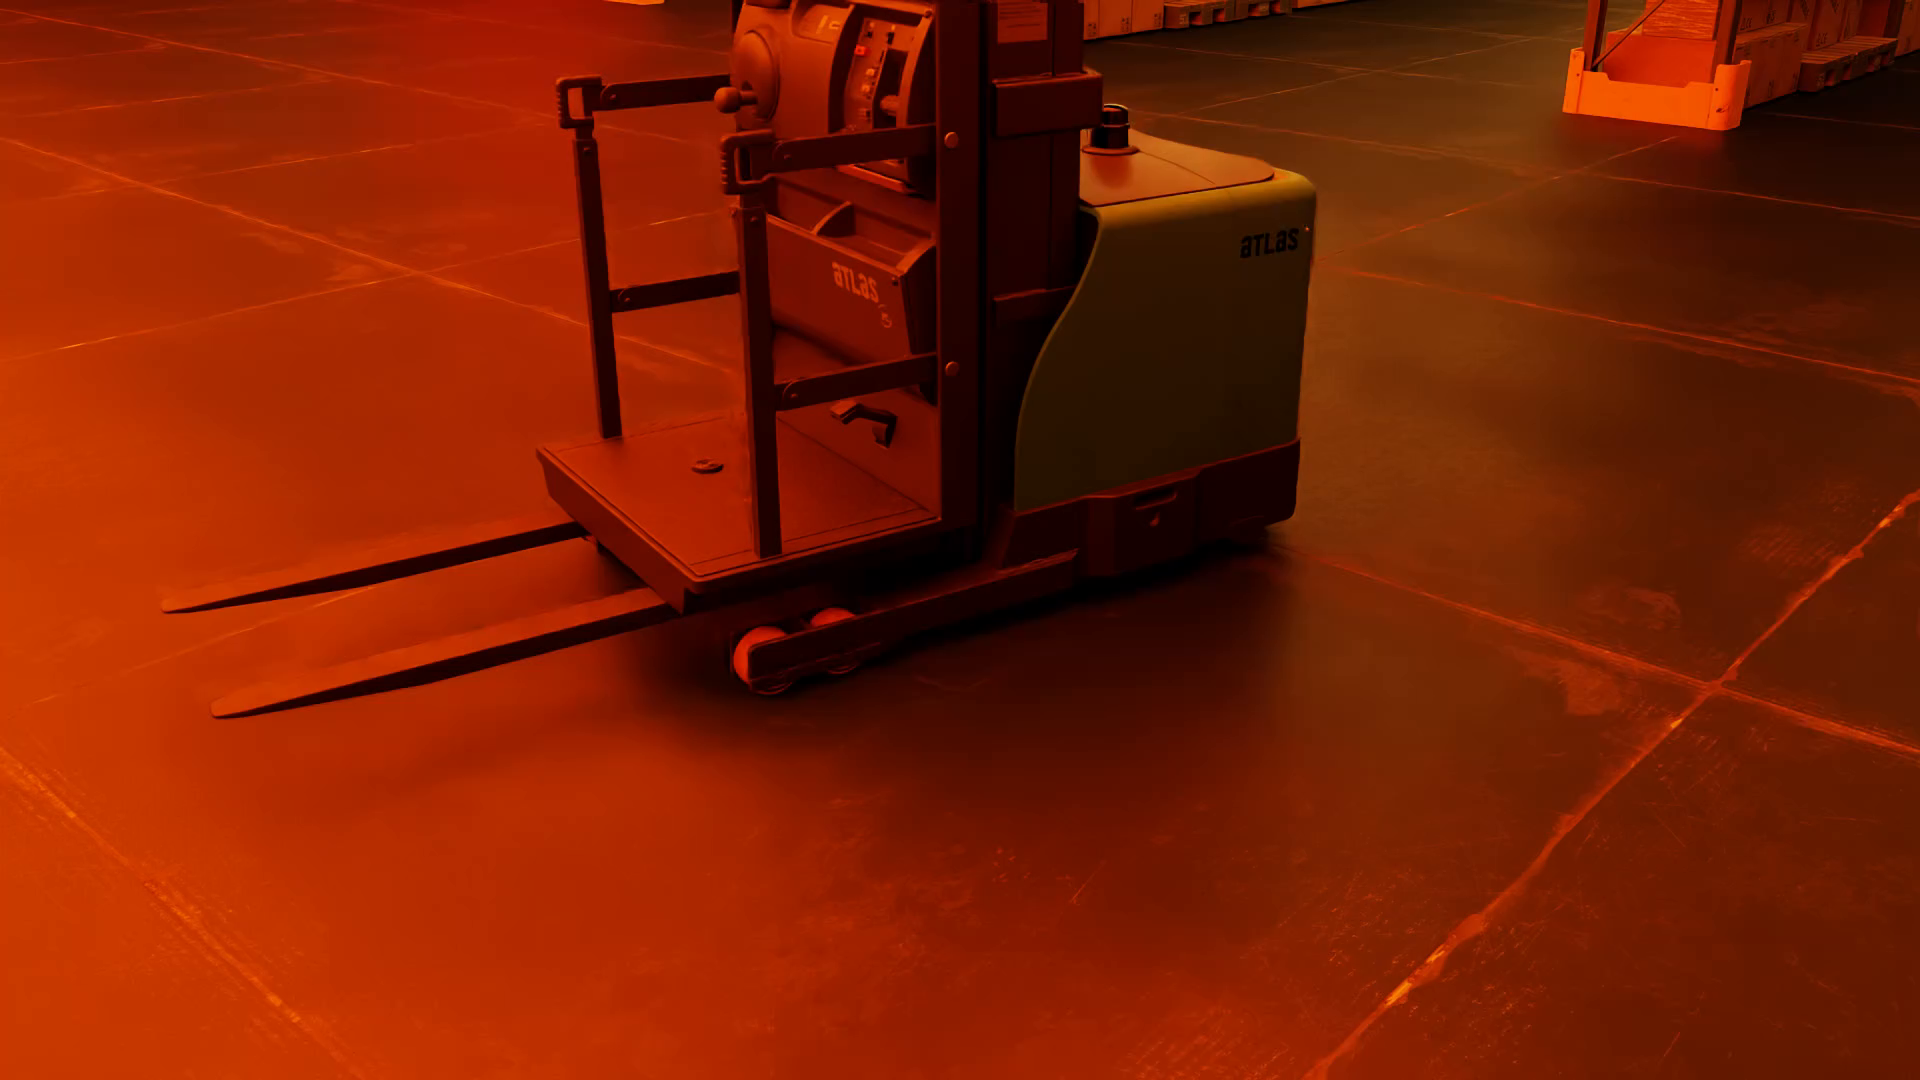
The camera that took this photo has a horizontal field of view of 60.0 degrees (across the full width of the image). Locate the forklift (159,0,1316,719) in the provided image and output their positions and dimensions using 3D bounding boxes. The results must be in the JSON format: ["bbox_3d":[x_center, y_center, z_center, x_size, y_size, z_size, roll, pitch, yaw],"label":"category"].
[{"bbox_3d":[-0.509,-1.202,4.069,3.031,2.935,1.130,-15,28,-30],"label":"forklift"}]
